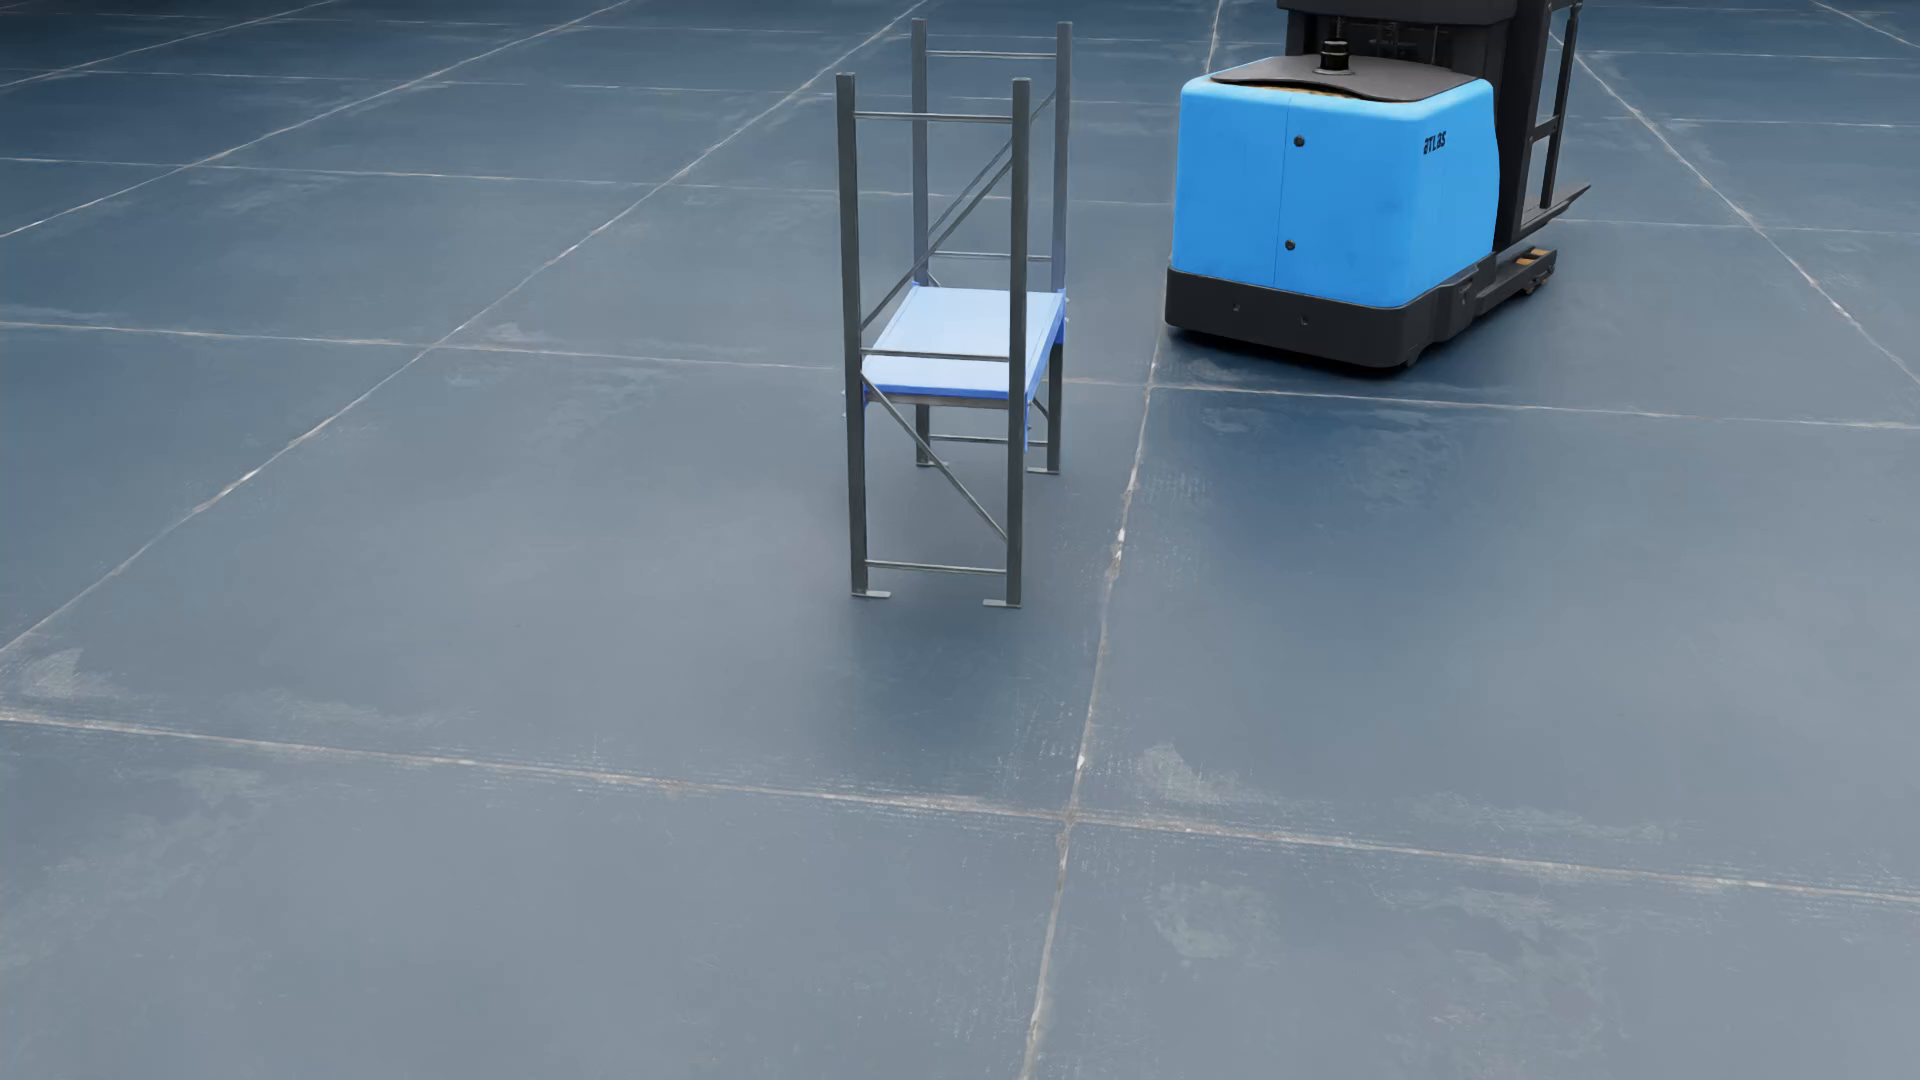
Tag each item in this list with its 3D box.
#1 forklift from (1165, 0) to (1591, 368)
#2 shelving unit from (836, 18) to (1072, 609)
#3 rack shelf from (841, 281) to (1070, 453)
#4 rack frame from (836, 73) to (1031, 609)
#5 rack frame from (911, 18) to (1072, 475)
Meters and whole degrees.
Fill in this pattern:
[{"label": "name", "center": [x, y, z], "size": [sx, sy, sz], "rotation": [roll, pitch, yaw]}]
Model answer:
[{"label": "forklift", "center": [2.147, -2.569, 7.280], "size": [1.130, 2.935, 3.031], "rotation": [17, 30, 32]}, {"label": "shelving unit", "center": [0.014, -0.715, 5.008], "size": [0.538, 1.500, 1.048], "rotation": [4, 25, 9]}, {"label": "rack shelf", "center": [0.014, -0.552, 5.085], "size": [0.538, 0.185, 1.000], "rotation": [4, 25, 9]}, {"label": "rack frame", "center": [-0.069, -0.502, 4.554], "size": [0.500, 1.500, 0.032], "rotation": [4, 25, 9]}, {"label": "rack frame", "center": [0.097, -0.928, 5.462], "size": [0.500, 1.500, 0.032], "rotation": [4, 25, 9]}]
